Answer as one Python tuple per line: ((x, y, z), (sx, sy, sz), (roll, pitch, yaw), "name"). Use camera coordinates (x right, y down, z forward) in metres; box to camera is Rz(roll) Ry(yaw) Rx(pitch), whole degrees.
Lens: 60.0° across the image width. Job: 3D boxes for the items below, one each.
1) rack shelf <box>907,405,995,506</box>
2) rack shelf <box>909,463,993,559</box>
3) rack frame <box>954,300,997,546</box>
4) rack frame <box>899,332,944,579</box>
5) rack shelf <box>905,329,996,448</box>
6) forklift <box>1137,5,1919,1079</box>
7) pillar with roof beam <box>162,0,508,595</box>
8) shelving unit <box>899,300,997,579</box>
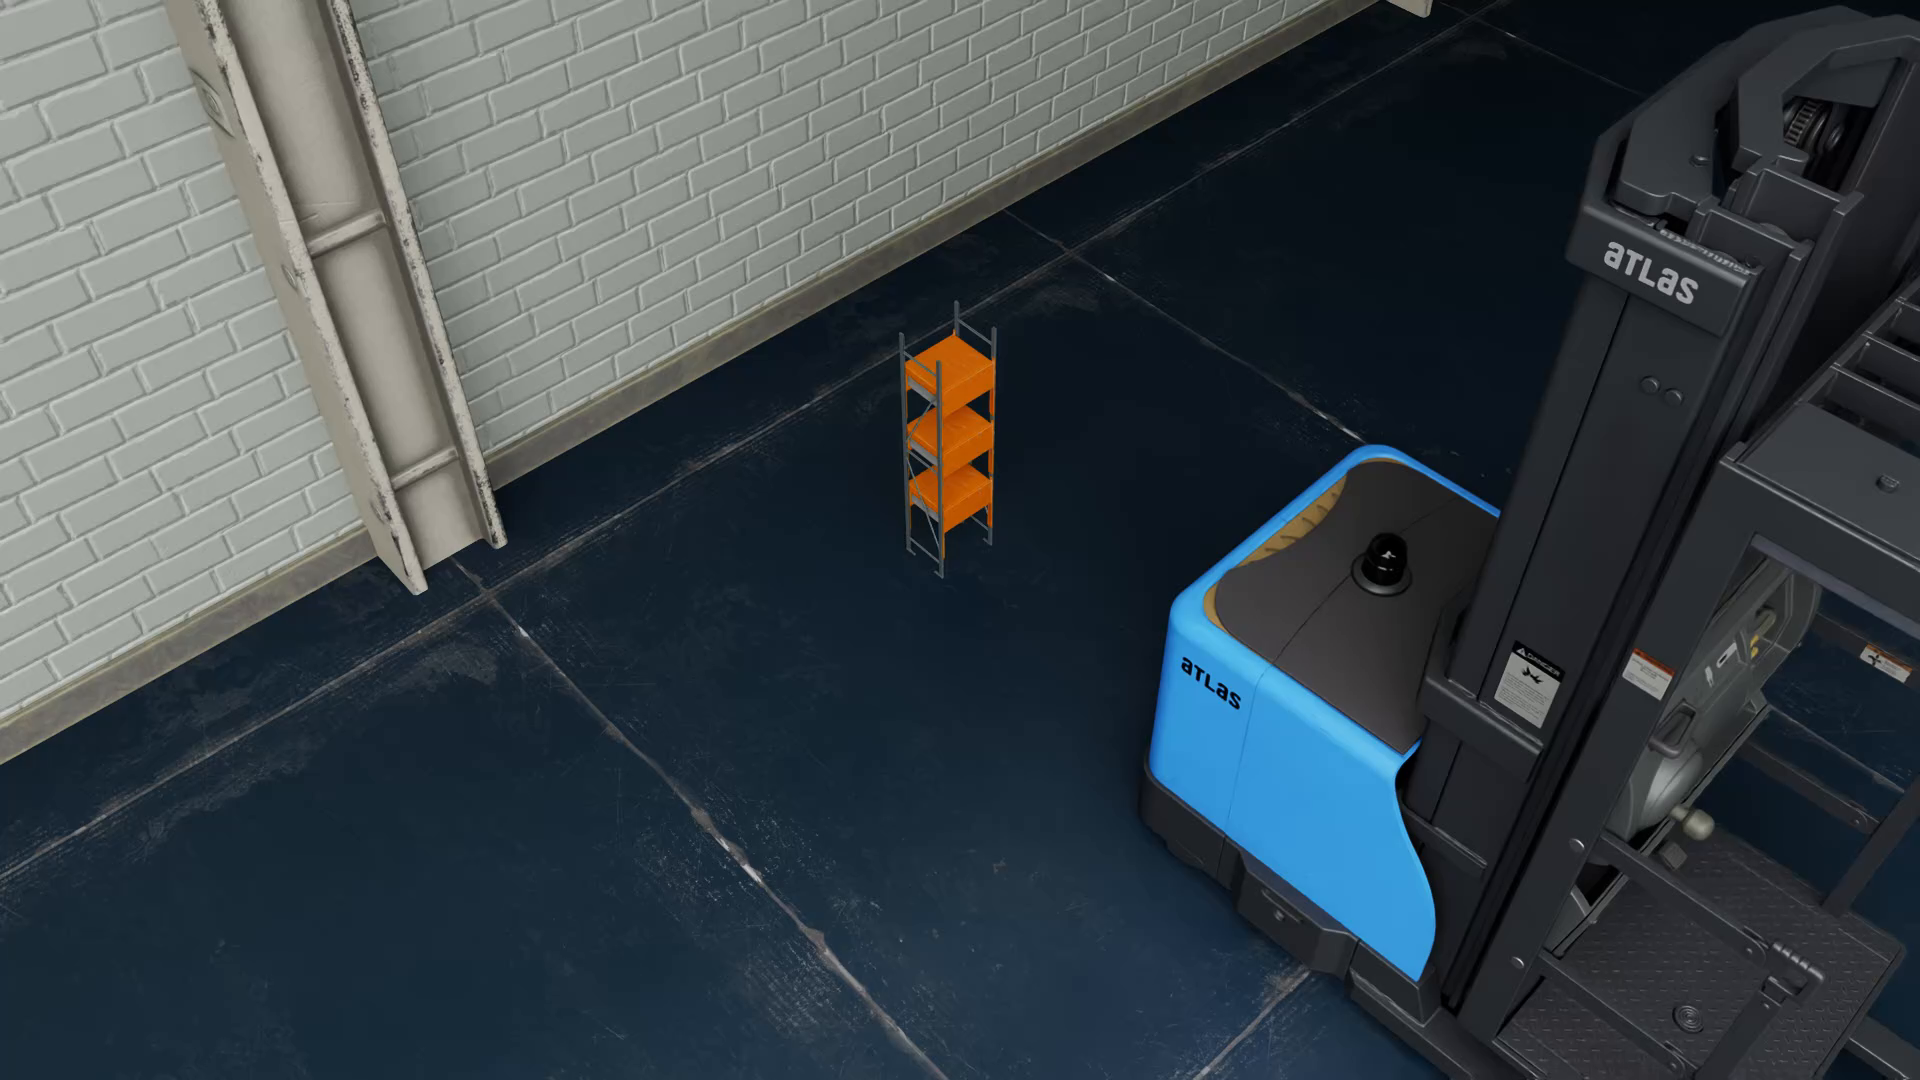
((-0.040, -0.322, 5.848), (0.240, 0.259, 0.215), (-34, 56, -27), "rack shelf")
((-0.040, -0.134, 6.052), (0.240, 0.259, 0.215), (-34, 56, -27), "rack shelf")
((0.051, -0.390, 5.895), (0.008, 1.050, 0.200), (-34, 56, -27), "rack frame")
((-0.130, -0.269, 5.784), (0.008, 1.050, 0.200), (-34, 56, -27), "rack frame")
((-0.040, -0.515, 5.639), (0.240, 0.259, 0.215), (-34, 56, -27), "rack shelf")
((1.967, 0.433, 3.856), (1.130, 2.935, 3.031), (-36, 57, -29), "forklift")
((0.953, -0.688, 0.762), (0.400, 9.000, 9.100), (-34, 56, -27), "pillar with roof beam")
((-0.040, -0.330, 5.840), (0.252, 1.050, 0.215), (-34, 56, -27), "shelving unit")
